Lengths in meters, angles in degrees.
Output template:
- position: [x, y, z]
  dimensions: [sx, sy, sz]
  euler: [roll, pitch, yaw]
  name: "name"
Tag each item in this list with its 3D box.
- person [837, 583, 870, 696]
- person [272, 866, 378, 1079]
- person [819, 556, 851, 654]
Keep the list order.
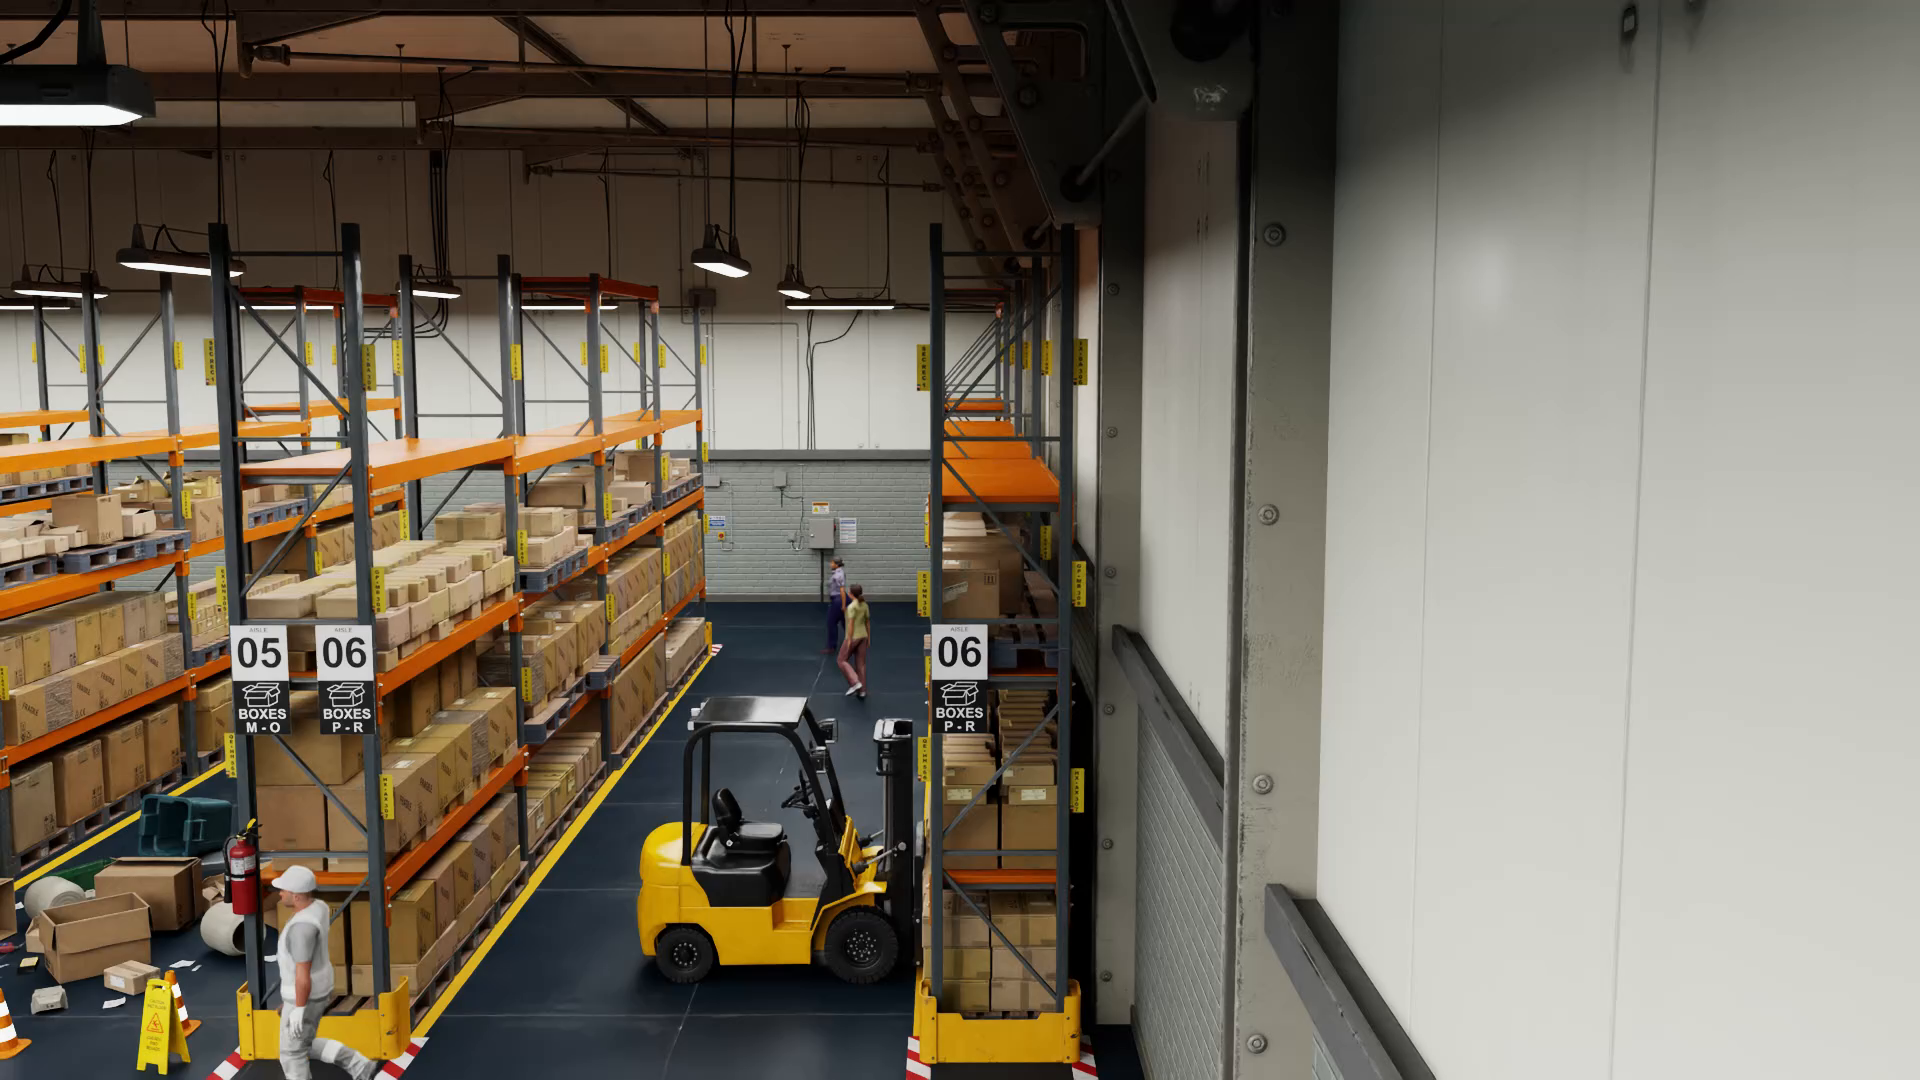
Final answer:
- position: [-1.517, 1.478, 24.536]
  dimensions: [0.461, 1.669, 0.490]
  euler: [6, 9, 41]
  name: "person"
- position: [-4.262, 3.010, 10.999]
  dimensions: [0.714, 1.779, 0.638]
  euler: [-1, 7, -7]
  name: "person"
- position: [-2.058, 1.090, 28.062]
  dimensions: [0.640, 1.662, 0.493]
  euler: [1, 7, 8]
  name: "person"
